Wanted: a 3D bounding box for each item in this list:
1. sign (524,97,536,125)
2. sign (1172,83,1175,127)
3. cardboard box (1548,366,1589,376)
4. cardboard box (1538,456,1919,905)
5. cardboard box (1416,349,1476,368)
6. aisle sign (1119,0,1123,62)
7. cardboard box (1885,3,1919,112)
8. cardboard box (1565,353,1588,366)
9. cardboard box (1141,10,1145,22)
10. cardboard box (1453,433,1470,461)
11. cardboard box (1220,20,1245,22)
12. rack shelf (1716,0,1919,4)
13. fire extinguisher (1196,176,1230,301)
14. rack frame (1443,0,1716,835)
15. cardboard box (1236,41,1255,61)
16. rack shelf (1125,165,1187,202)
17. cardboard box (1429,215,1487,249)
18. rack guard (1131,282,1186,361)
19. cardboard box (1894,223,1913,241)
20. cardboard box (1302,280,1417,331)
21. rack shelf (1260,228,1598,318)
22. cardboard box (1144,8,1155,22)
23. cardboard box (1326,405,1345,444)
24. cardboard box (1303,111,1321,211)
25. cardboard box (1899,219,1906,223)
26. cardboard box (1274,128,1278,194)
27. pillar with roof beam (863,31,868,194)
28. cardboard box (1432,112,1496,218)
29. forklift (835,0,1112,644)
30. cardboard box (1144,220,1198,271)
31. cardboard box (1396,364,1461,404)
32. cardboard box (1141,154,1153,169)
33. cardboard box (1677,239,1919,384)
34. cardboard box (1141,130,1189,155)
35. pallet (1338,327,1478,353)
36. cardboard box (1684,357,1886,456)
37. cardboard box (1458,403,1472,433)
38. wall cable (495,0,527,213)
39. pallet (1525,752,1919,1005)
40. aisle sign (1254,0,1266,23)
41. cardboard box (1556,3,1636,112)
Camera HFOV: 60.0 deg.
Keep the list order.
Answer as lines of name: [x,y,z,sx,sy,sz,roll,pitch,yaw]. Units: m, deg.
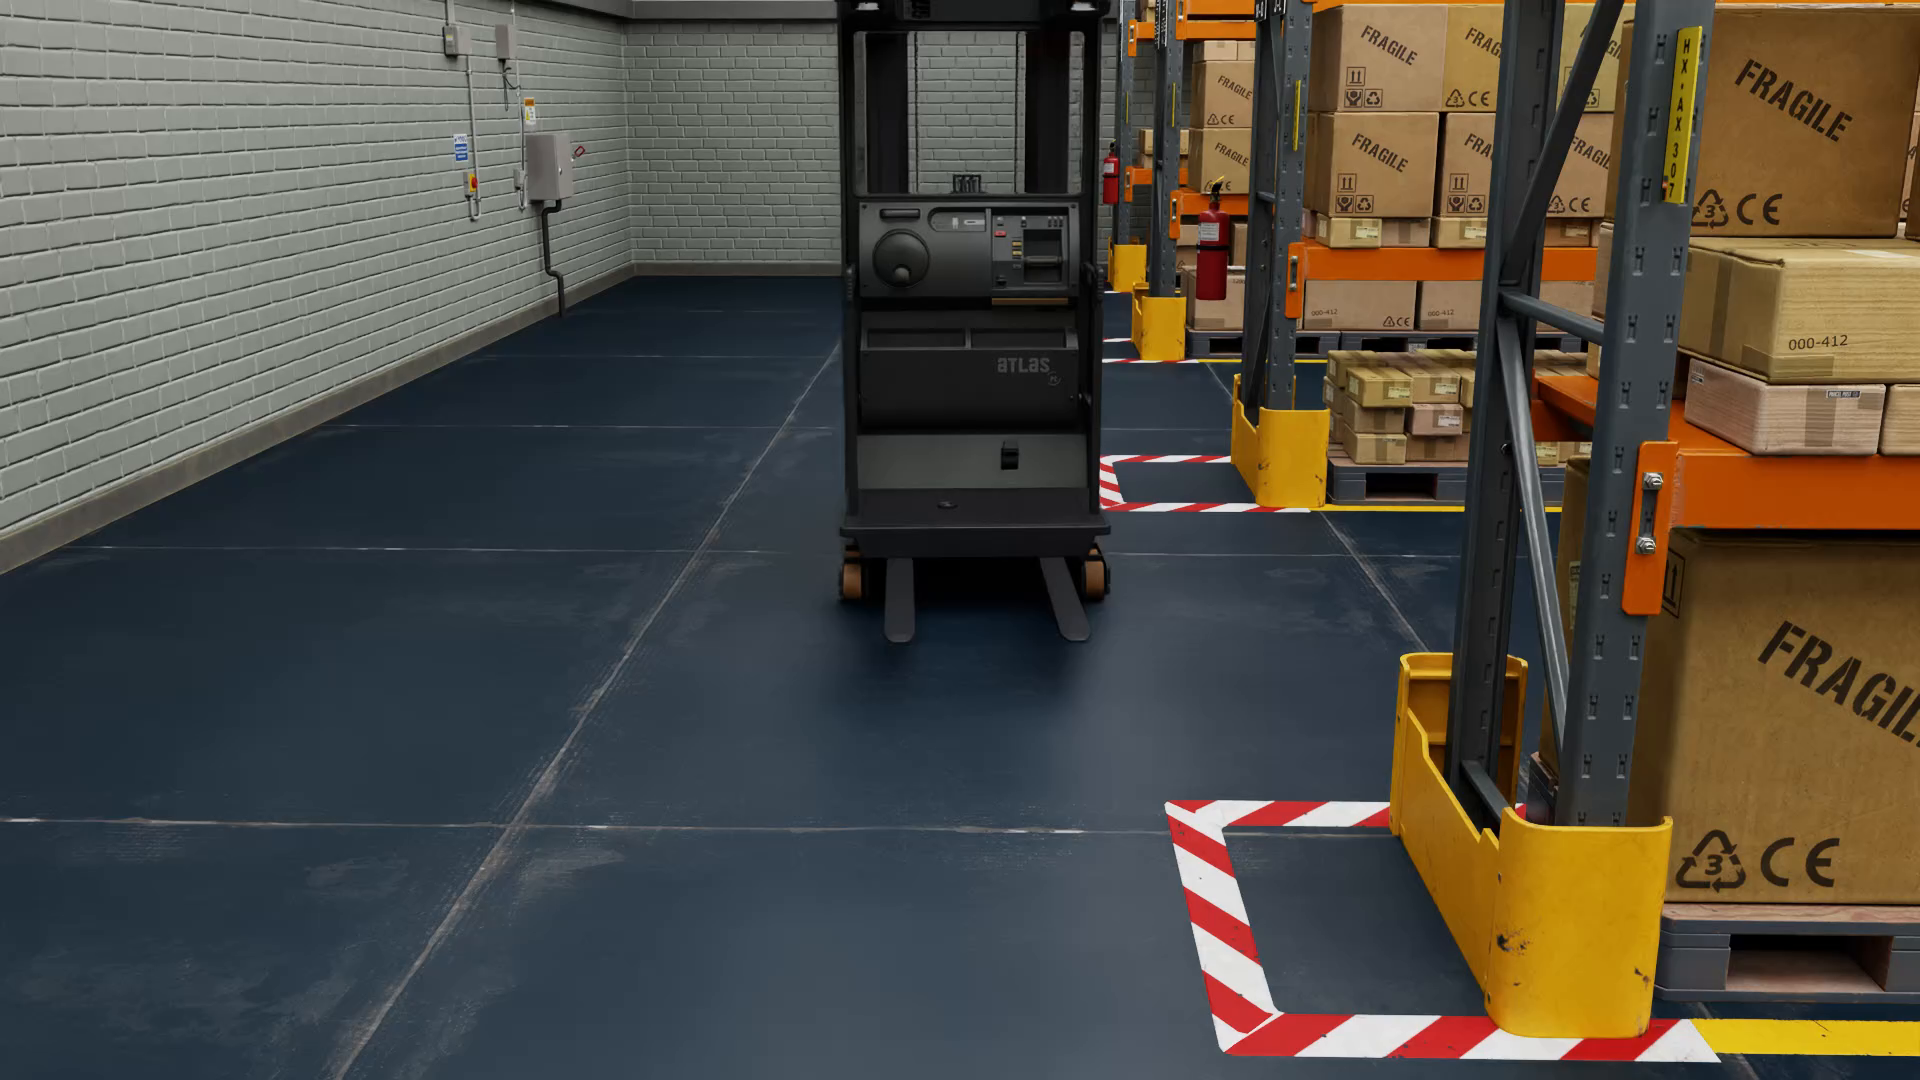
sign: [-3.987,-3.979,15.421,0.001,0.242,0.339,0,15,1]
sign: [1.639,-3.342,12.775,0.005,0.325,0.100,0,15,1]
cardboard box: [3.203,-0.796,8.575,0.250,0.149,0.380,1,15,4]
cardboard box: [2.048,0.309,4.132,0.875,0.875,0.875,0,15,1]
cardboard box: [2.681,-0.951,9.165,0.250,0.149,0.380,0,15,0]
aisle sign: [1.706,-5.475,17.616,0.004,0.787,0.394,0,15,1]
cardboard box: [4.638,-2.349,8.125,0.500,0.500,0.500,0,15,0]
cardboard box: [3.469,-0.916,9.031,0.250,0.149,0.380,0,15,0]
cardboard box: [2.108,-5.678,18.095,0.250,0.149,0.380,1,15,3]
cardboard box: [2.661,-0.522,8.705,0.250,0.149,0.380,1,15,2]
cardboard box: [2.860,-5.531,17.537,0.250,0.149,0.380,1,15,3]
rack shelf: [7.657,-4.090,12.993,4.000,0.370,1.077,0,15,1]
fire extinguisher: [1.394,-1.665,9.154,0.183,0.674,0.296,0,15,1]
rack frame: [1.406,-0.499,3.853,0.127,3.000,1.000,0,15,1]
cardboard box: [2.271,-3.816,12.995,0.250,0.149,0.380,1,15,3]
rack shelf: [3.781,-3.932,18.272,4.000,0.370,1.077,0,15,1]
cardboard box: [2.472,-1.550,8.327,0.250,0.149,0.380,0,15,0]
rack guard: [1.635,-1.818,13.751,0.348,0.500,1.175,0,15,1]
cardboard box: [2.404,-0.632,4.065,0.500,0.250,0.500,0,15,0]
cardboard box: [3.236,-2.008,13.771,0.875,0.438,0.875,1,15,3]
rack shelf: [3.633,-1.403,8.687,4.000,0.370,1.077,0,15,1]
cardboard box: [2.095,-5.560,17.646,0.250,0.149,0.380,1,15,3]
cardboard box: [2.165,-0.638,9.143,0.250,0.149,0.380,1,15,2]
cardboard box: [2.089,-2.018,8.831,0.500,0.500,0.500,1,15,3]
cardboard box: [4.559,-1.568,8.397,0.250,0.149,0.380,0,15,0]
cardboard box: [2.638,-3.002,13.144,0.500,0.500,0.500,0,15,1]
pillar with roof beam: [-1.000,-6.343,14.241,0.400,9.000,9.100,0,15,1]
cardboard box: [2.611,-1.885,8.327,0.500,0.500,0.500,0,15,2]
forklift: [0.048,-1.243,6.808,1.130,2.935,3.031,0,15,-2]
cardboard box: [2.391,-3.260,18.388,0.637,0.503,0.797,0,15,-1]
cardboard box: [2.427,-0.815,8.647,0.250,0.149,0.380,1,15,2]
cardboard box: [2.104,-4.099,17.988,0.250,0.149,0.380,0,15,1]
cardboard box: [1.879,-0.499,3.561,0.500,0.250,0.500,0,15,0]
cardboard box: [2.229,-4.292,17.939,0.500,0.250,0.500,0,15,2]
pallet: [3.677,-1.684,13.810,1.213,0.211,1.003,0,15,1]
cardboard box: [1.752,-0.291,3.557,0.250,0.149,0.380,1,15,2]
cardboard box: [2.670,-0.668,8.674,0.250,0.149,0.380,1,15,2]
wall cable: [-3.954,-3.910,14.790,0.122,1.984,0.588,0,15,1]
pallet: [2.207,0.834,4.264,1.213,0.211,1.003,0,15,1]
aisle sign: [1.568,-3.098,8.605,0.004,0.787,0.394,0,15,1]
cardboard box: [3.100,-2.358,8.158,0.500,0.500,0.500,0,15,0]
